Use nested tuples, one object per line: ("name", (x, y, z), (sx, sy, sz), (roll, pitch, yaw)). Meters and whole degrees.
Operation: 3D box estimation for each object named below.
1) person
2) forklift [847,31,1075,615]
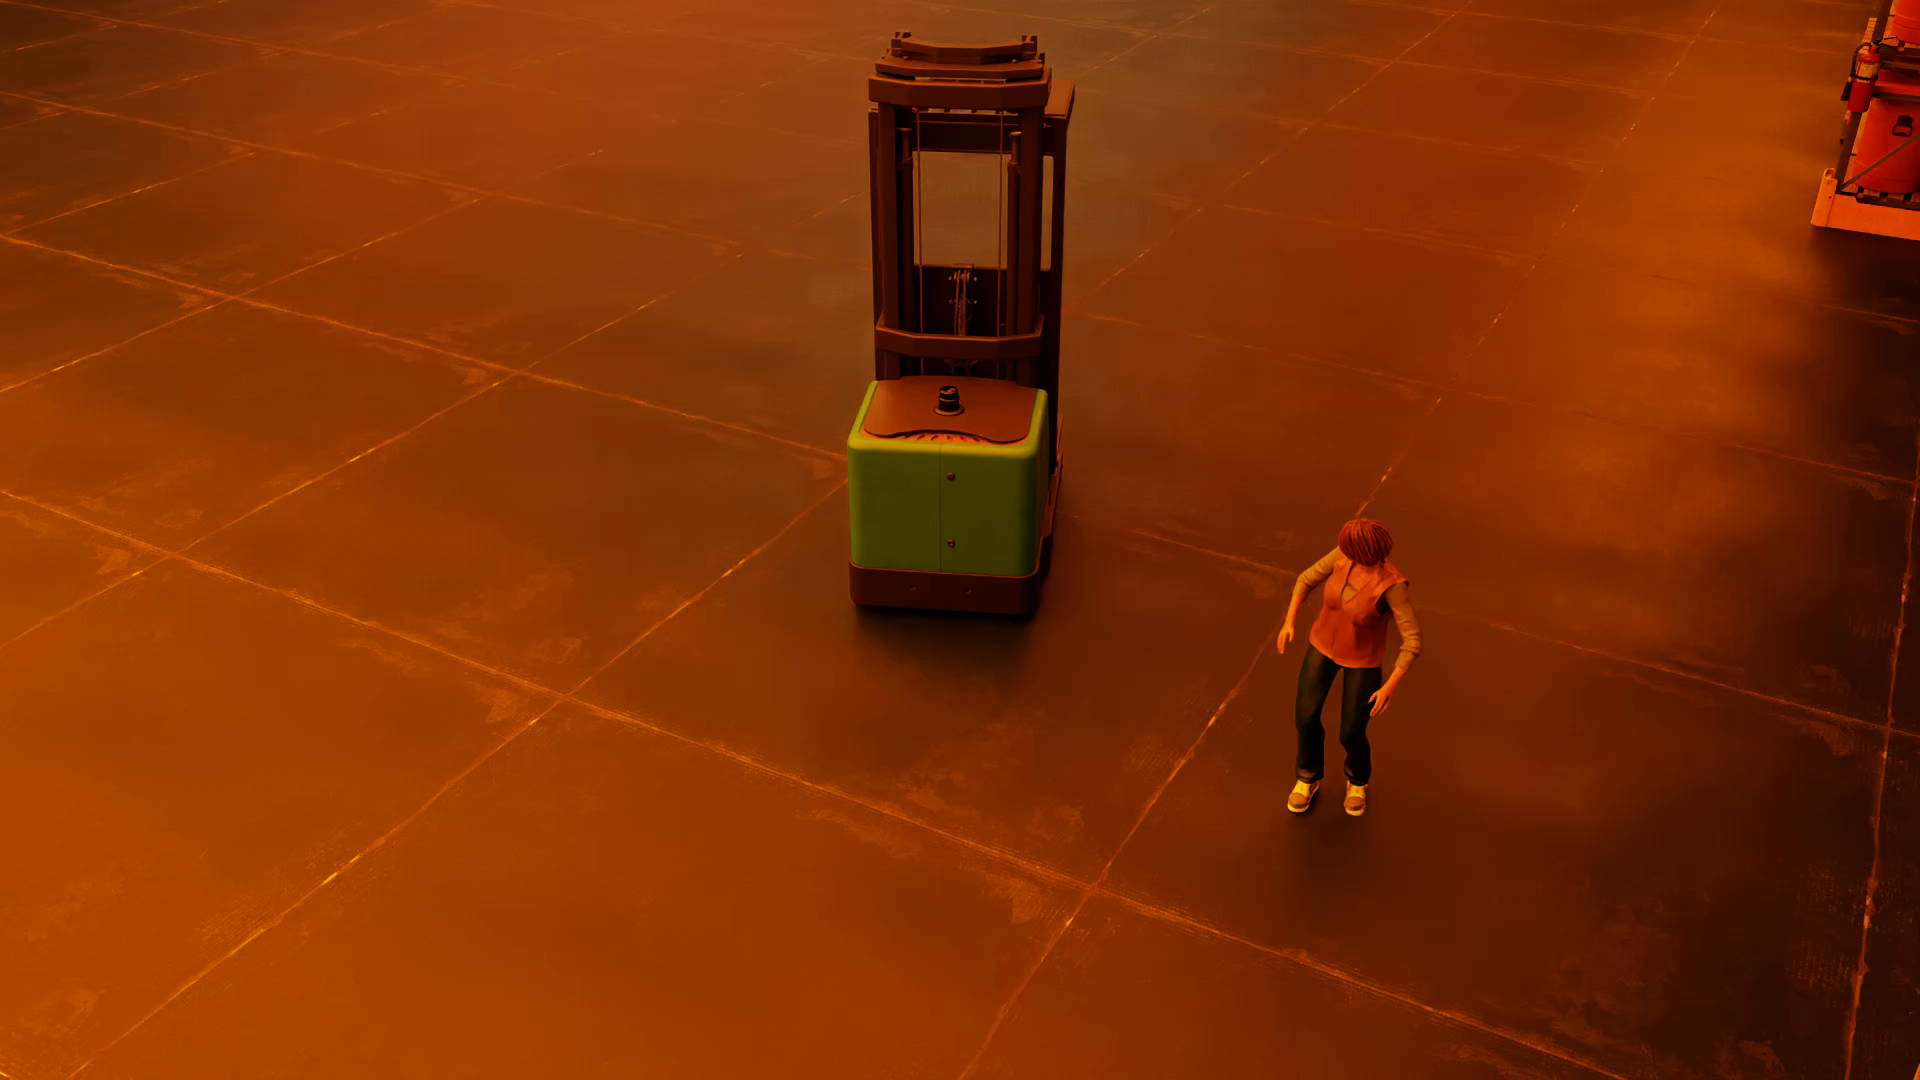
("person", (1.743, 0.575, 7.500), (0.660, 1.548, 0.509), (22, 36, 33))
("forklift", (0.072, -1.572, 9.794), (1.130, 2.935, 3.031), (3, 30, 6))
